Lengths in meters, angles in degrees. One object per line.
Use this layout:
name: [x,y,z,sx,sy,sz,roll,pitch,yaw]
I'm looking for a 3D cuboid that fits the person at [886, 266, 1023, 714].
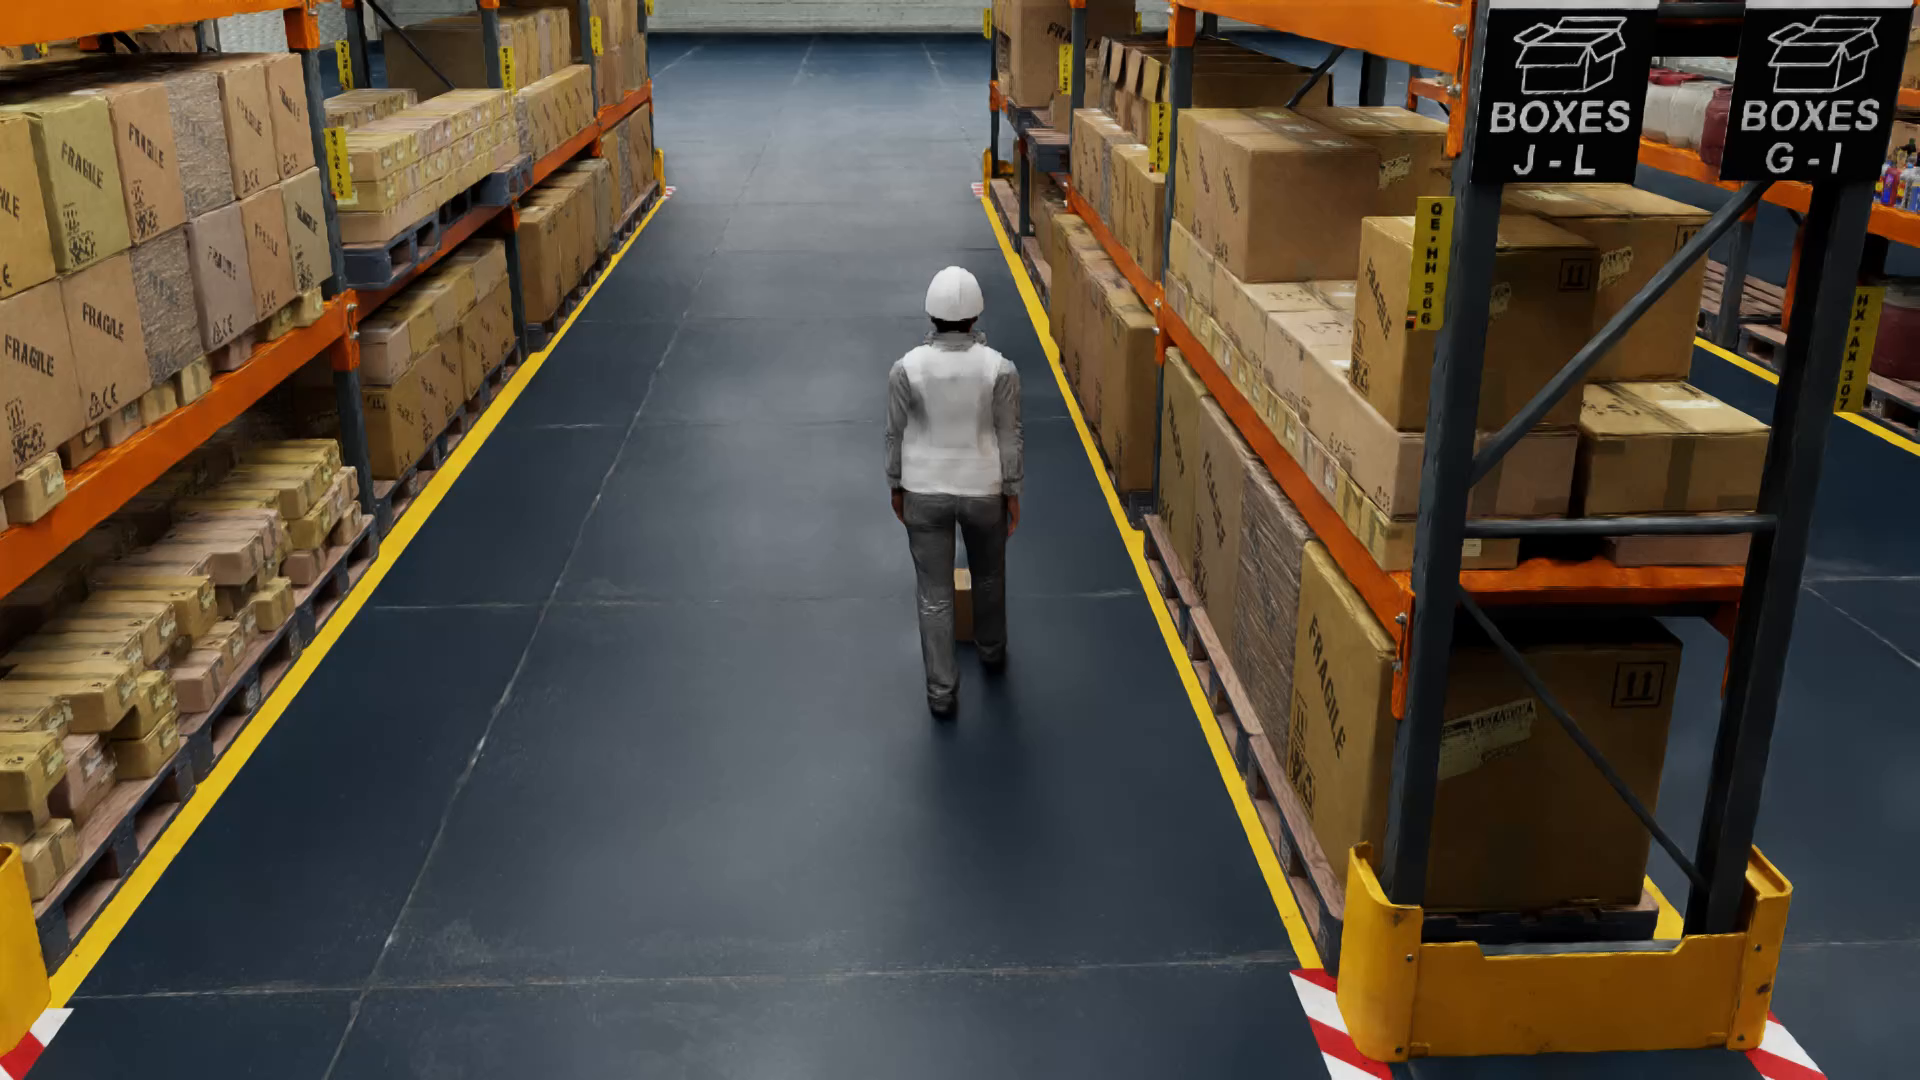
person: [-0.031,-0.247,6.692,0.537,1.757,0.774,-1,20,-3]
